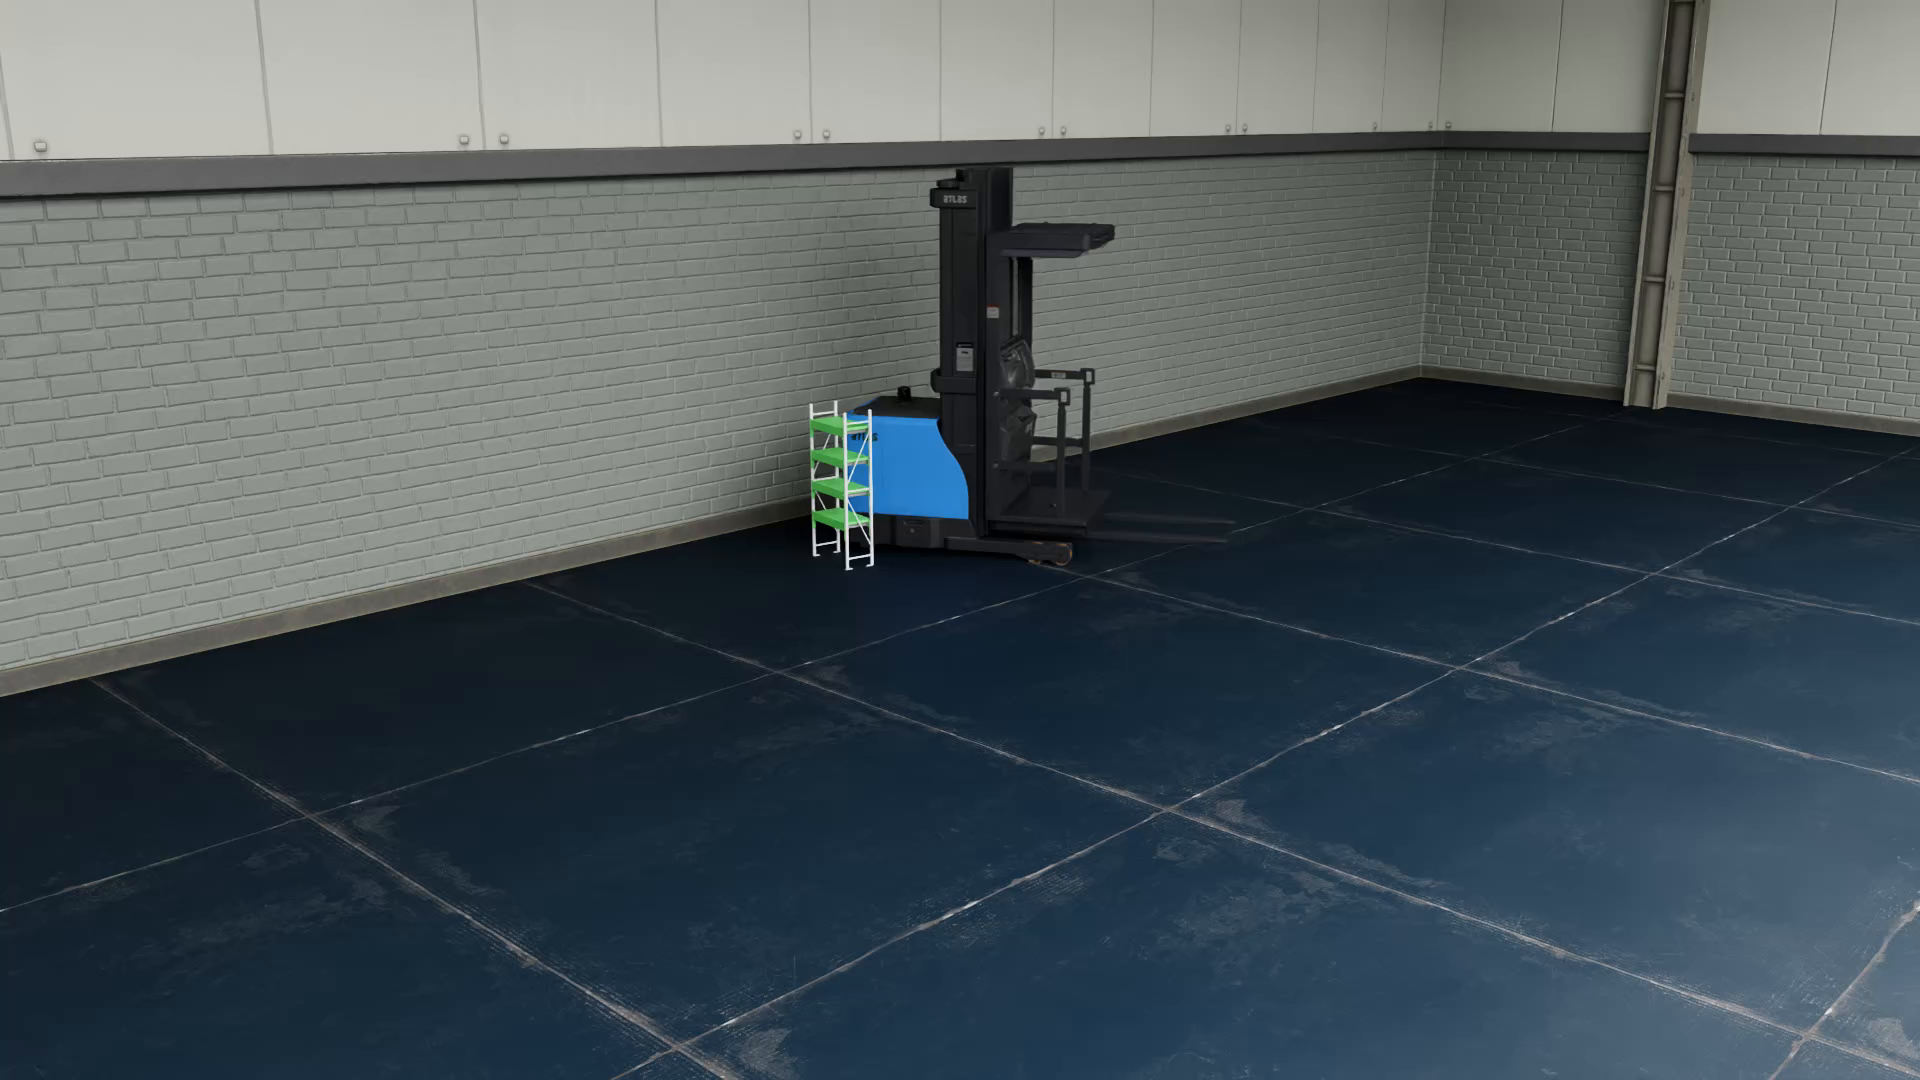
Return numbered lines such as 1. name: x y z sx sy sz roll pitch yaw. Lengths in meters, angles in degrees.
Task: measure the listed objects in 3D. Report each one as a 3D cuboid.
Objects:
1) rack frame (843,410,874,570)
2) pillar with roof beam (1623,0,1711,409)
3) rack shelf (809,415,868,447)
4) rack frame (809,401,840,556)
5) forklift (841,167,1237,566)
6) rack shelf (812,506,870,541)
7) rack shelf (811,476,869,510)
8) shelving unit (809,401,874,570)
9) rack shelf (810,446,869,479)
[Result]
1. rack frame: -0.762 -0.372 12.480 0.240 1.200 0.015 -10 18 -34
2. pillar with roof beam: 5.032 -5.147 15.339 0.400 9.000 9.100 14 20 42
3. rack shelf: -0.904 -0.825 12.568 0.258 0.148 0.480 -10 18 -34
4. rack frame: -1.046 -0.472 12.865 0.240 1.200 0.015 -10 18 -34
5. forklift: 0.634 -1.371 12.881 3.031 2.935 1.130 4 15 15
6. rack shelf: -0.904 -0.128 12.749 0.258 0.148 0.480 -10 18 -34
7. rack shelf: -0.904 -0.360 12.689 0.258 0.148 0.480 -10 18 -34
8. shelving unit: -0.904 -0.422 12.672 0.258 1.200 0.503 -10 18 -34
9. rack shelf: -0.904 -0.593 12.628 0.258 0.148 0.480 -10 18 -34
